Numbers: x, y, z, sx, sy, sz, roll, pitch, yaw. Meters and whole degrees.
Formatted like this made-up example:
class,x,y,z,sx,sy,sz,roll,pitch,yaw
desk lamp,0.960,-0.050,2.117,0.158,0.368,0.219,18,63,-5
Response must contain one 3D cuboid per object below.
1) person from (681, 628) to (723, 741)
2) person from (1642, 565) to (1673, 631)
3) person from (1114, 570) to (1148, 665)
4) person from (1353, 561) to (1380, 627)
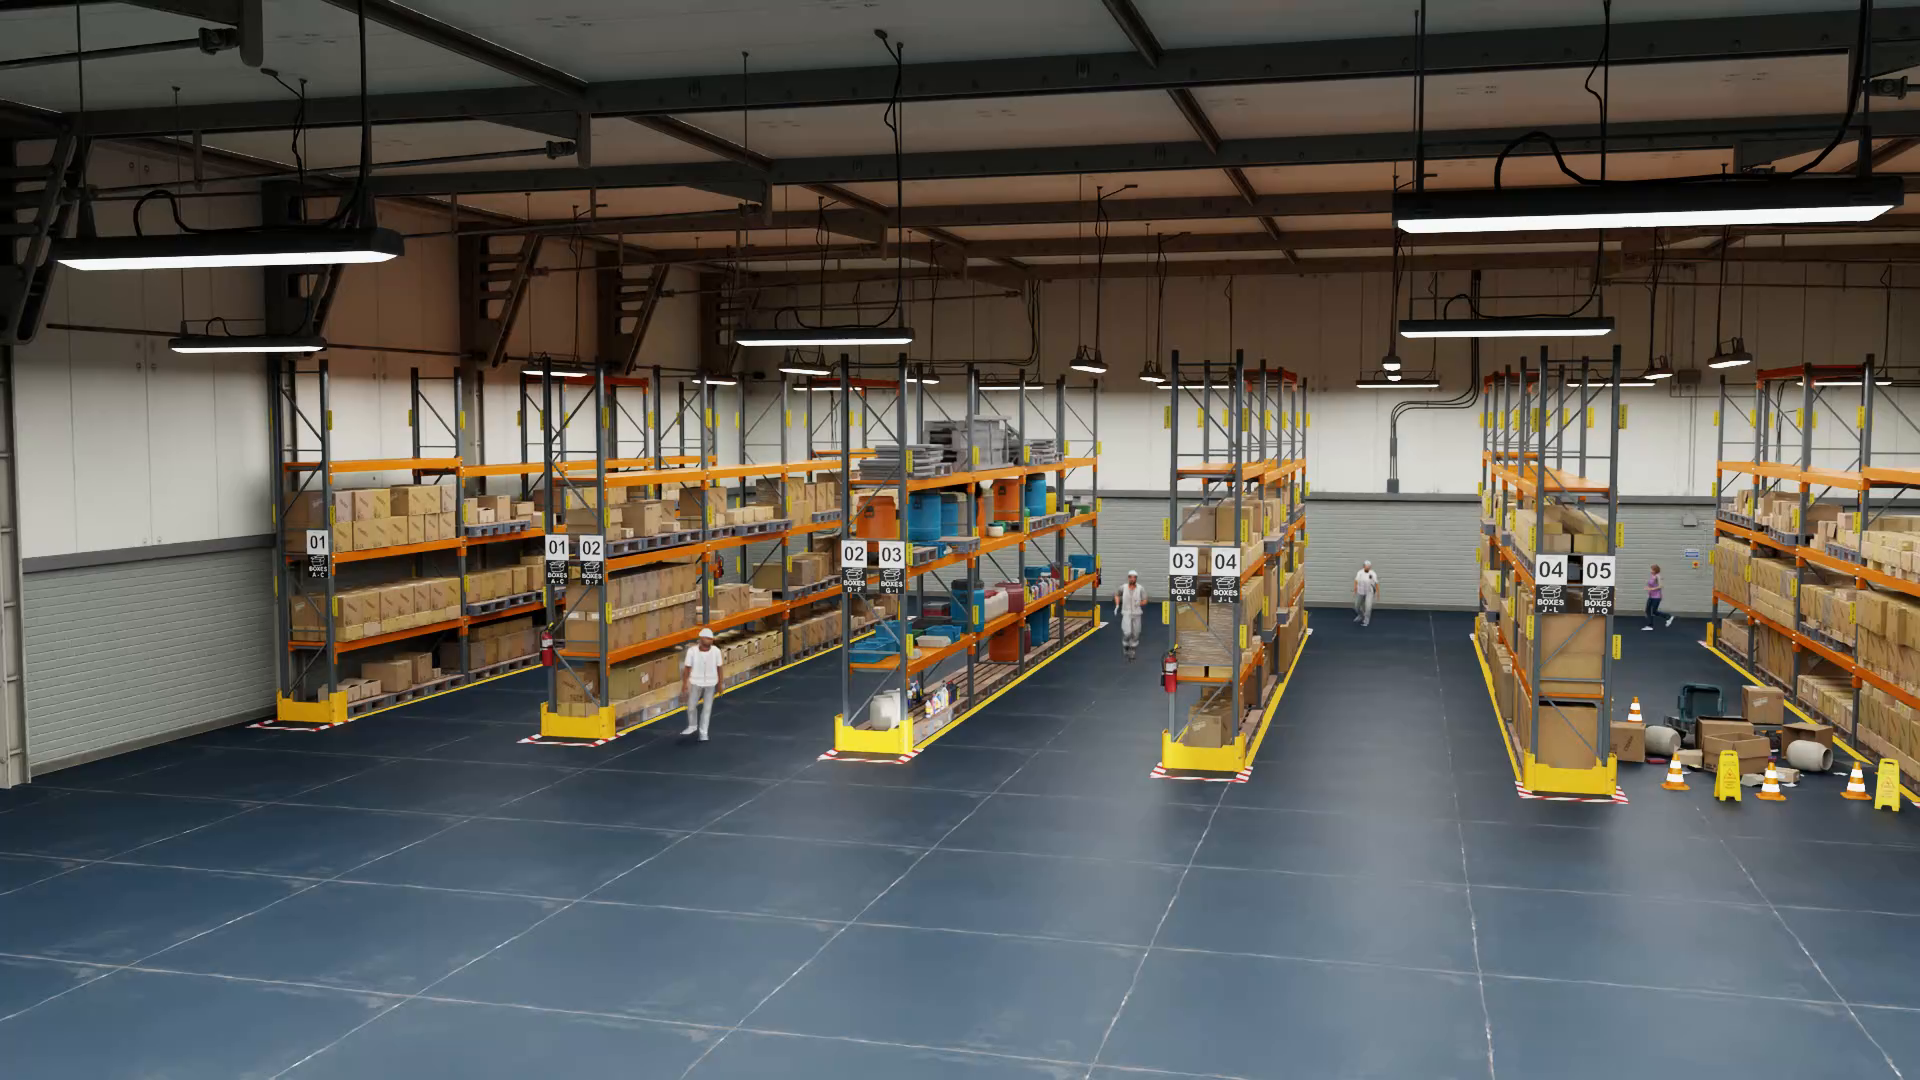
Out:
class,x,y,z,sx,sy,sz,roll,pitch,yaw
person,-4.028,2.248,25.961,0.646,1.759,0.437,-1,4,-15
person,16.582,1.370,39.552,0.725,1.568,0.540,0,4,-1
person,3.339,1.510,32.416,0.642,1.835,0.696,0,4,2
person,9.921,1.292,40.530,0.655,1.602,0.742,2,4,20
